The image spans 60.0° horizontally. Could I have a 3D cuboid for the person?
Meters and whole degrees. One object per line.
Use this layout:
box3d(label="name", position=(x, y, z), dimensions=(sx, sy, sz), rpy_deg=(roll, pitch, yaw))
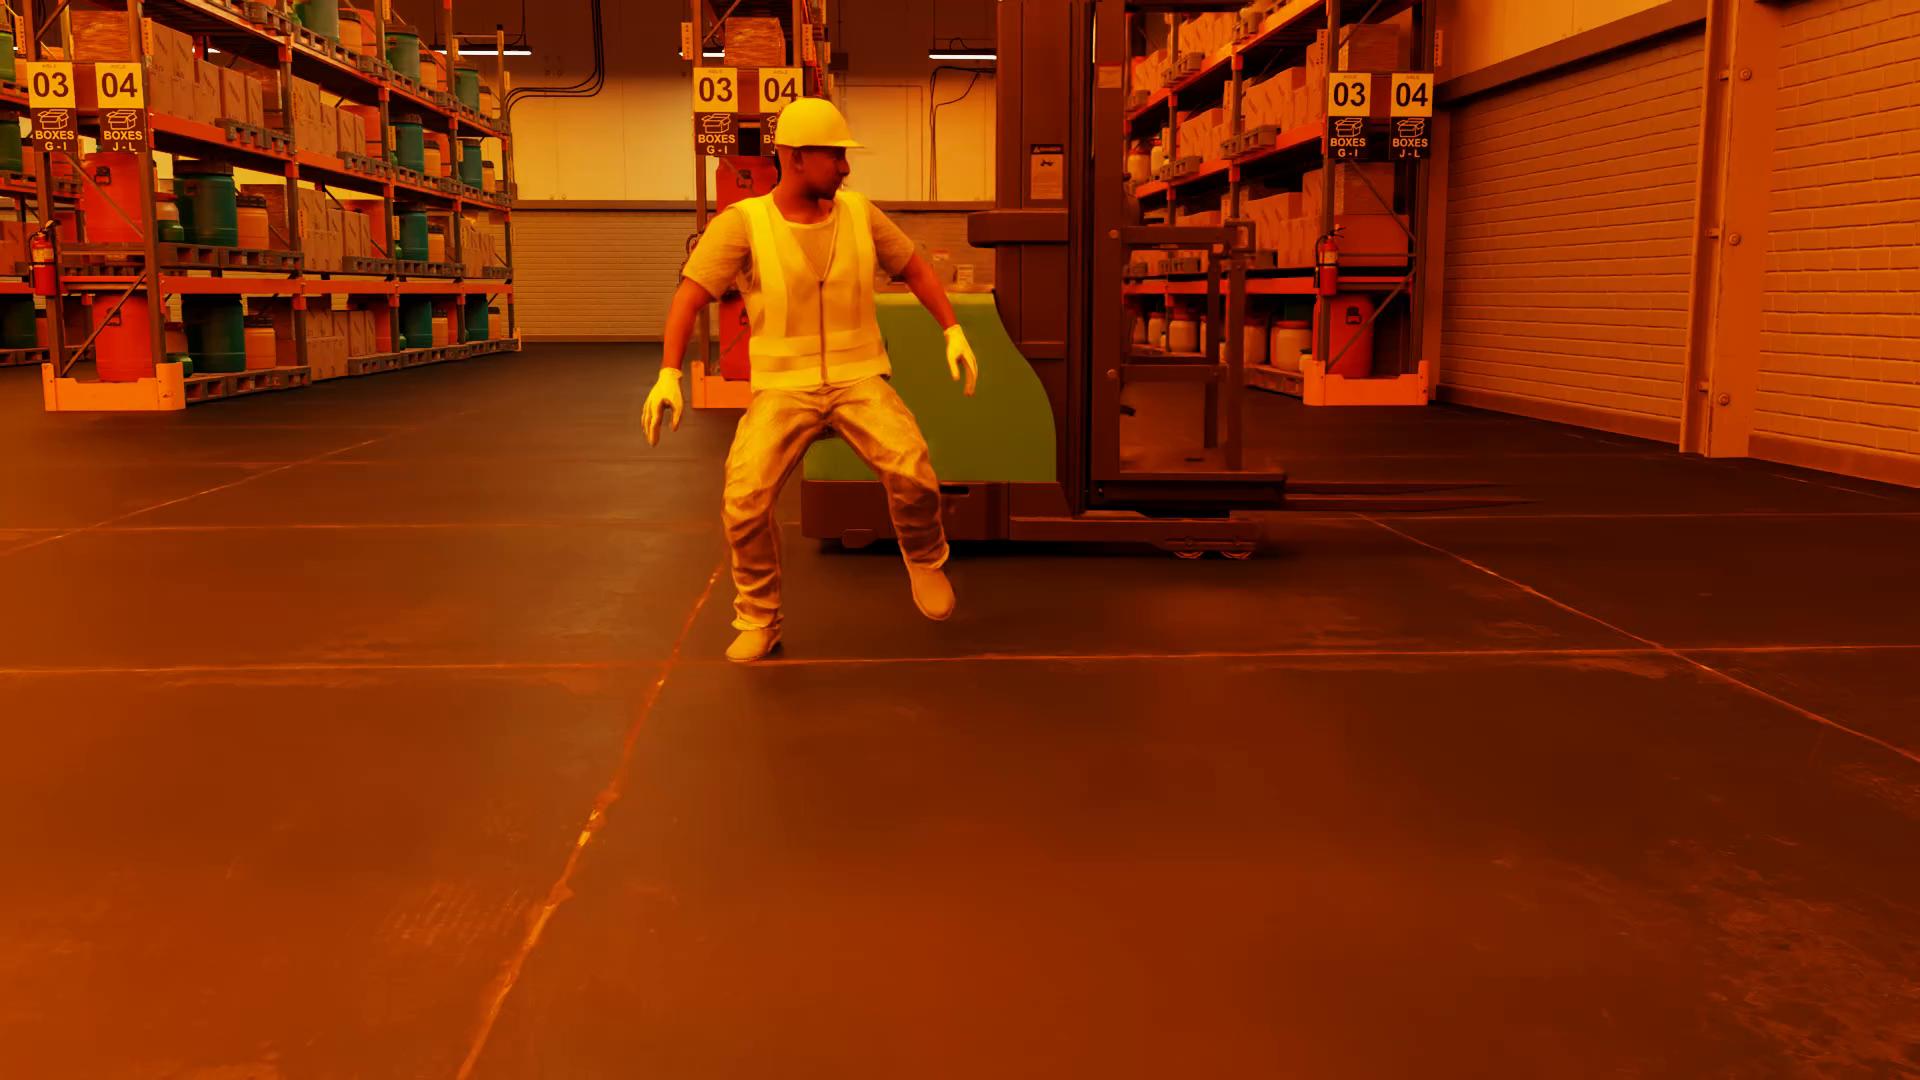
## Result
box3d(label="person", position=(-0.432, -0.473, 4.996), dimensions=(1.033, 1.659, 0.524), rpy_deg=(-2, 9, -10))

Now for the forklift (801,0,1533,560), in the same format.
box3d(label="forklift", position=(0.872, -1.450, 7.094), dimensions=(3.031, 2.935, 1.130), rpy_deg=(0, 8, 3))
